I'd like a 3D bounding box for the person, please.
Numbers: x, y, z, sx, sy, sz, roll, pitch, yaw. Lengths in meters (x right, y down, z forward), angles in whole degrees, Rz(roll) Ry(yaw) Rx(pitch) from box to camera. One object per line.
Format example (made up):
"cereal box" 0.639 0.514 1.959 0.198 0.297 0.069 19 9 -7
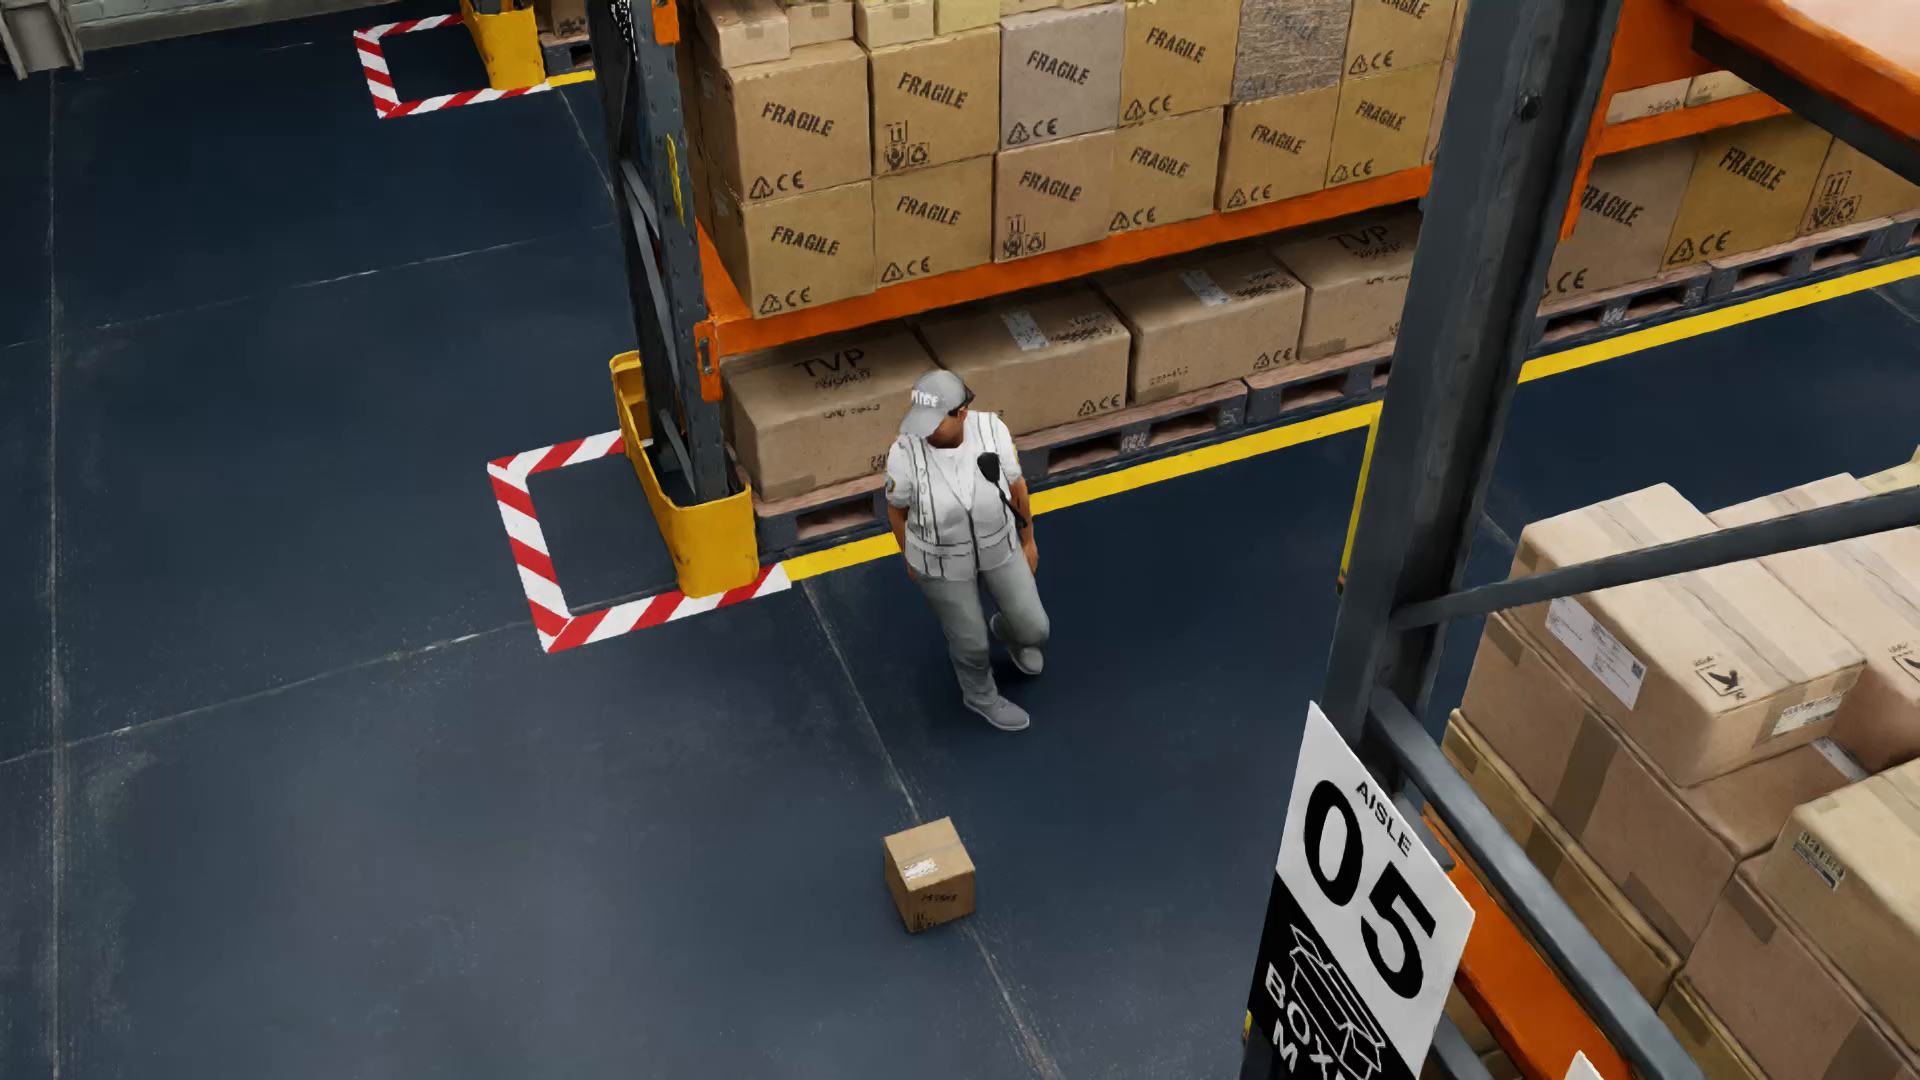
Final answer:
"person" 0.070 0.047 6.123 0.632 1.644 0.454 -15 44 -16
